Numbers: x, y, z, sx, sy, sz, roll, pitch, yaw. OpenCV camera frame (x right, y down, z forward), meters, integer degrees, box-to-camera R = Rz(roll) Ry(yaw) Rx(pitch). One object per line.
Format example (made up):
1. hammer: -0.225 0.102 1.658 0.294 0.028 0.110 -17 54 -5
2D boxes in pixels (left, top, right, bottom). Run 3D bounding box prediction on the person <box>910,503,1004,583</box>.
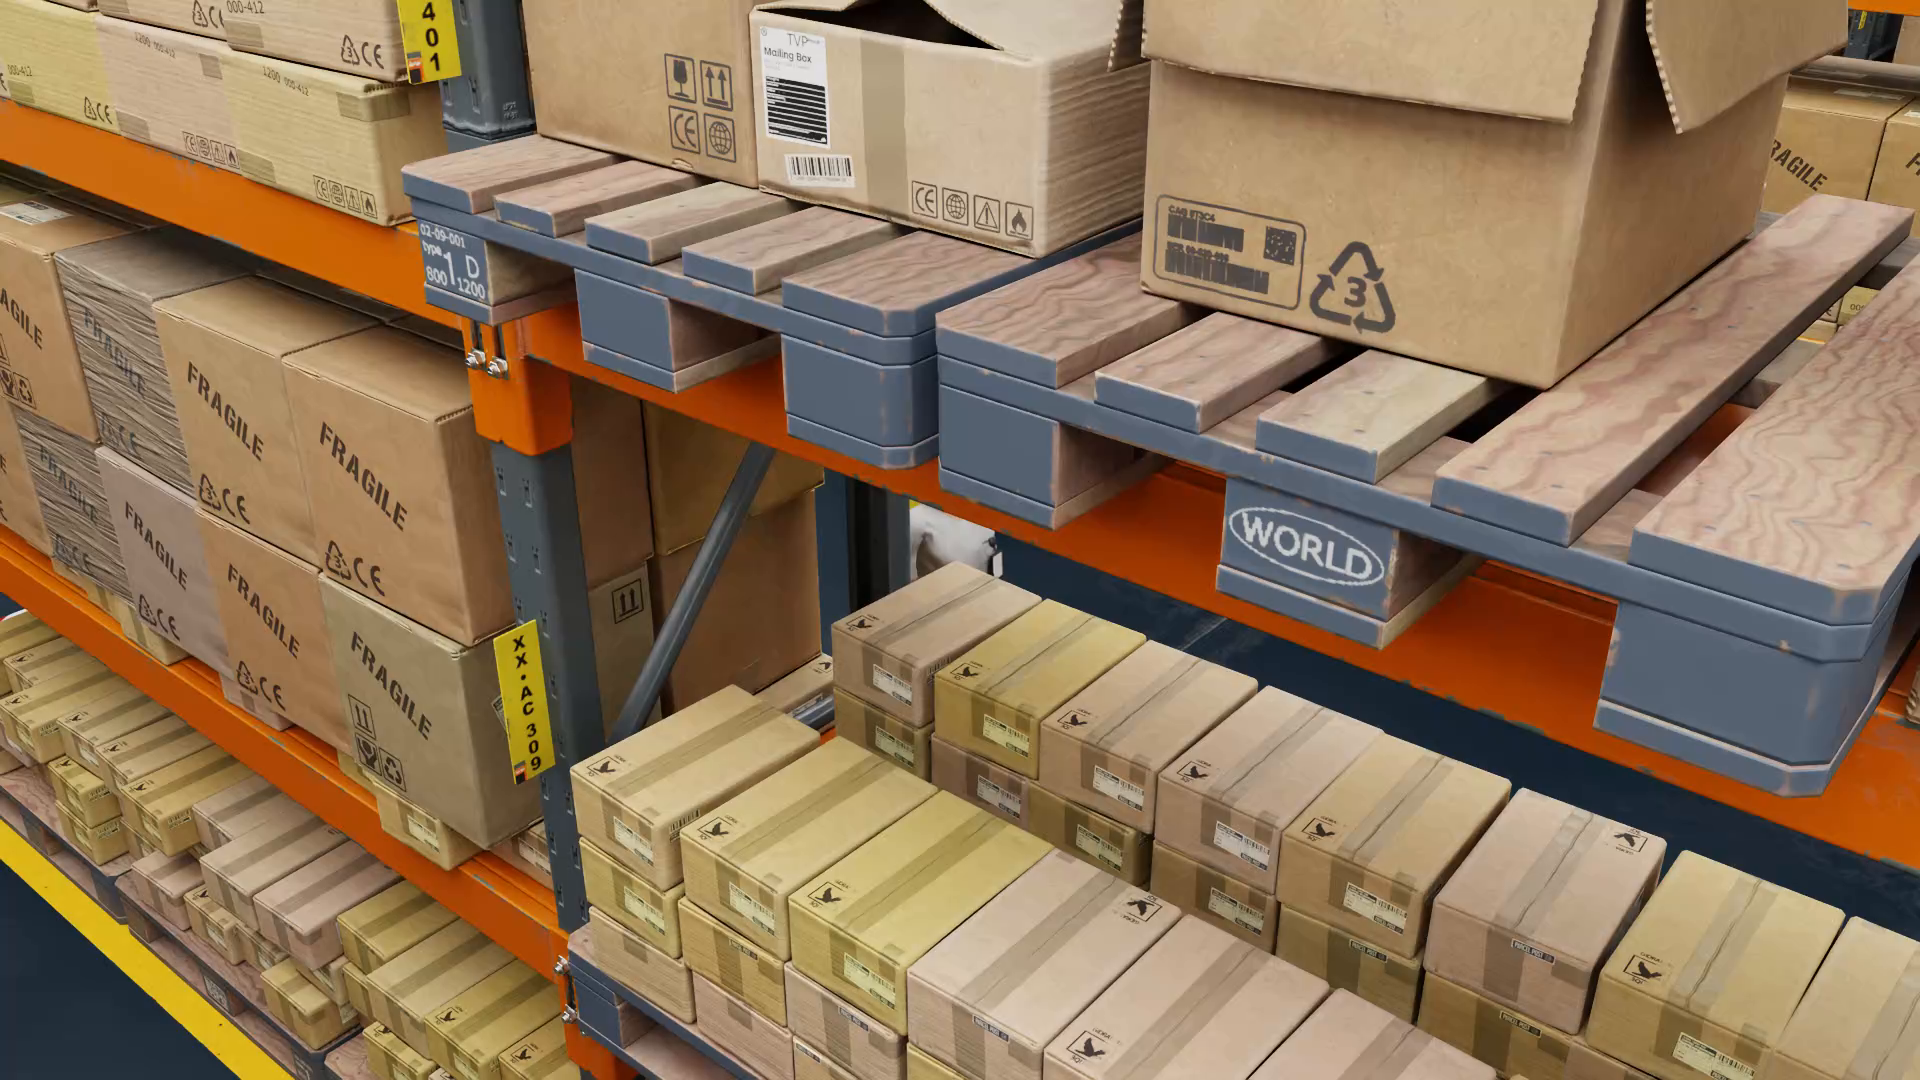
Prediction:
1. person: -0.051 0.345 5.465 0.359 1.674 0.439 22 34 35
